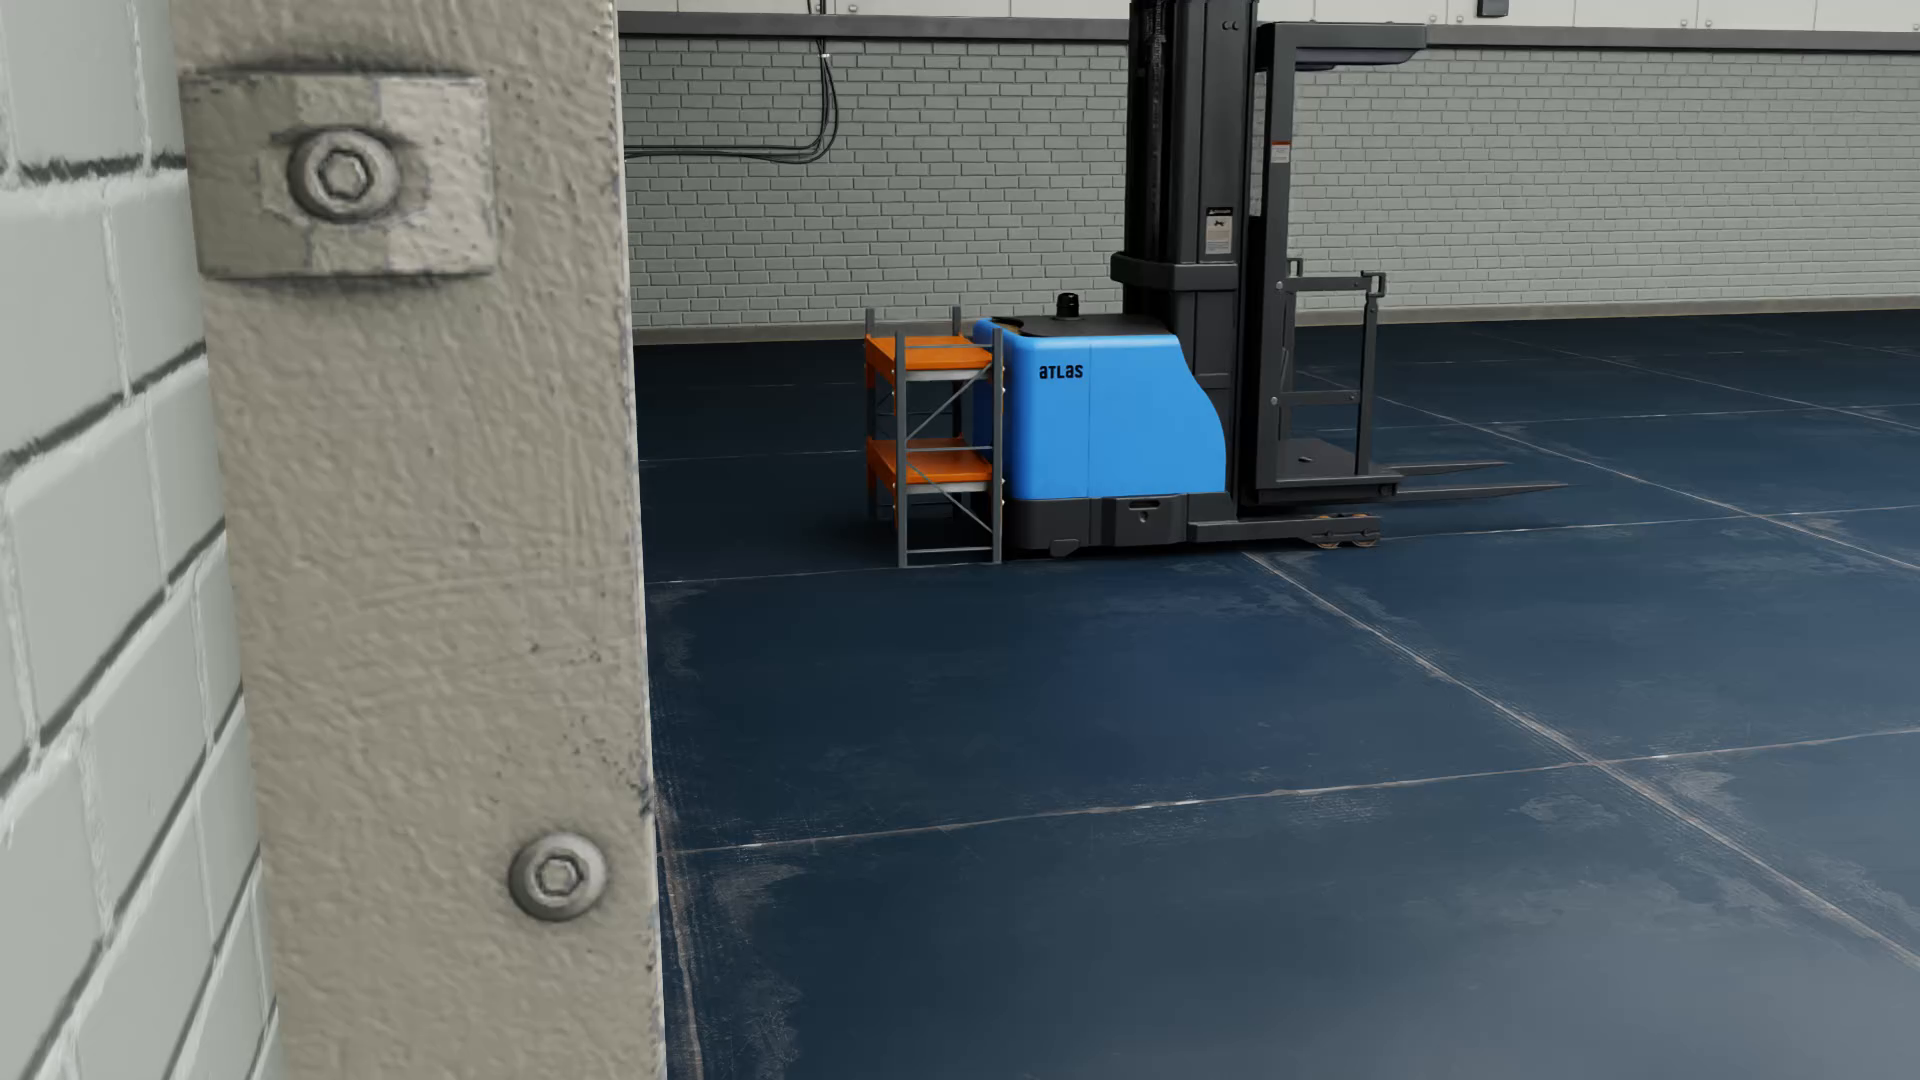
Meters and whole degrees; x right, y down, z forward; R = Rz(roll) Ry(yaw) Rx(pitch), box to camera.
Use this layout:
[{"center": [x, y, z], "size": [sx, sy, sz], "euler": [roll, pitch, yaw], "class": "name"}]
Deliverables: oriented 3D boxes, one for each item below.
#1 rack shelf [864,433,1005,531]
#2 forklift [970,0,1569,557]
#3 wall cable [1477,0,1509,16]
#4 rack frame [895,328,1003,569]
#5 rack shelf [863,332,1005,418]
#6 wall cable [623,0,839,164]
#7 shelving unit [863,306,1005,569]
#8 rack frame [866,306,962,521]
[{"center": [-0.145, -0.305, 8.334], "size": [0.538, 0.278, 1.000], "euler": [-3, 14, -11], "class": "rack shelf"}, {"center": [1.626, -1.498, 8.382], "size": [3.031, 2.935, 1.130], "euler": [-3, 14, -12], "class": "forklift"}, {"center": [6.562, -8.464, 16.944], "size": [2.305, 6.003, 0.169], "euler": [-3, 14, -13], "class": "wall cable"}, {"center": [-0.049, -0.424, 7.791], "size": [0.500, 1.125, 0.032], "euler": [-3, 14, -11], "class": "rack frame"}, {"center": [-0.145, -0.826, 8.206], "size": [0.538, 0.278, 1.000], "euler": [-3, 14, -11], "class": "rack shelf"}, {"center": [-2.670, -4.778, 15.565], "size": [3.097, 2.526, 0.112], "euler": [-3, 14, -13], "class": "wall cable"}, {"center": [-0.145, -0.542, 8.276], "size": [0.538, 1.125, 1.048], "euler": [-3, 14, -11], "class": "shelving unit"}, {"center": [-0.240, -0.661, 8.761], "size": [0.500, 1.125, 0.032], "euler": [-3, 14, -11], "class": "rack frame"}]
